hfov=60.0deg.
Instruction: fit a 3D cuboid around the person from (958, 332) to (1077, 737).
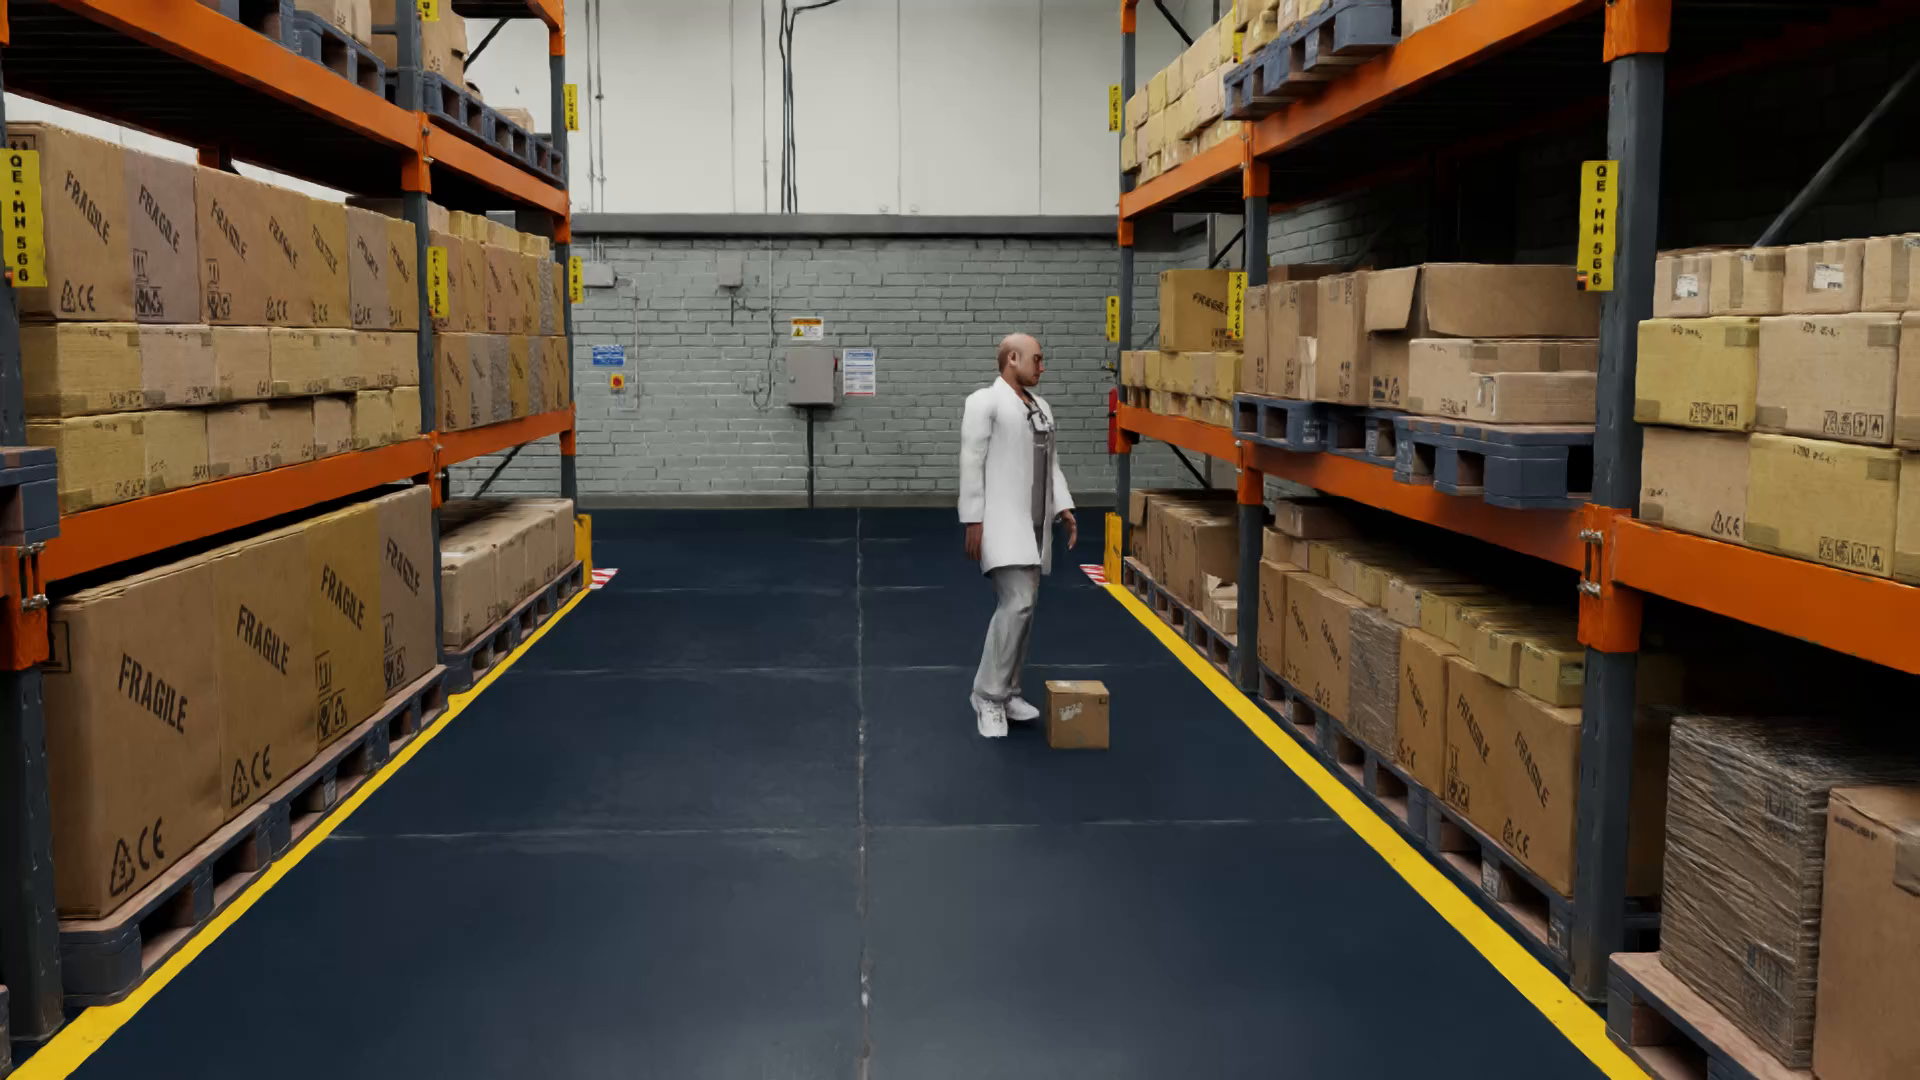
[{"bbox_3d":[0.276,-0.022,7.630,0.448,1.842,0.670,5,9,38],"label":"person"}]
